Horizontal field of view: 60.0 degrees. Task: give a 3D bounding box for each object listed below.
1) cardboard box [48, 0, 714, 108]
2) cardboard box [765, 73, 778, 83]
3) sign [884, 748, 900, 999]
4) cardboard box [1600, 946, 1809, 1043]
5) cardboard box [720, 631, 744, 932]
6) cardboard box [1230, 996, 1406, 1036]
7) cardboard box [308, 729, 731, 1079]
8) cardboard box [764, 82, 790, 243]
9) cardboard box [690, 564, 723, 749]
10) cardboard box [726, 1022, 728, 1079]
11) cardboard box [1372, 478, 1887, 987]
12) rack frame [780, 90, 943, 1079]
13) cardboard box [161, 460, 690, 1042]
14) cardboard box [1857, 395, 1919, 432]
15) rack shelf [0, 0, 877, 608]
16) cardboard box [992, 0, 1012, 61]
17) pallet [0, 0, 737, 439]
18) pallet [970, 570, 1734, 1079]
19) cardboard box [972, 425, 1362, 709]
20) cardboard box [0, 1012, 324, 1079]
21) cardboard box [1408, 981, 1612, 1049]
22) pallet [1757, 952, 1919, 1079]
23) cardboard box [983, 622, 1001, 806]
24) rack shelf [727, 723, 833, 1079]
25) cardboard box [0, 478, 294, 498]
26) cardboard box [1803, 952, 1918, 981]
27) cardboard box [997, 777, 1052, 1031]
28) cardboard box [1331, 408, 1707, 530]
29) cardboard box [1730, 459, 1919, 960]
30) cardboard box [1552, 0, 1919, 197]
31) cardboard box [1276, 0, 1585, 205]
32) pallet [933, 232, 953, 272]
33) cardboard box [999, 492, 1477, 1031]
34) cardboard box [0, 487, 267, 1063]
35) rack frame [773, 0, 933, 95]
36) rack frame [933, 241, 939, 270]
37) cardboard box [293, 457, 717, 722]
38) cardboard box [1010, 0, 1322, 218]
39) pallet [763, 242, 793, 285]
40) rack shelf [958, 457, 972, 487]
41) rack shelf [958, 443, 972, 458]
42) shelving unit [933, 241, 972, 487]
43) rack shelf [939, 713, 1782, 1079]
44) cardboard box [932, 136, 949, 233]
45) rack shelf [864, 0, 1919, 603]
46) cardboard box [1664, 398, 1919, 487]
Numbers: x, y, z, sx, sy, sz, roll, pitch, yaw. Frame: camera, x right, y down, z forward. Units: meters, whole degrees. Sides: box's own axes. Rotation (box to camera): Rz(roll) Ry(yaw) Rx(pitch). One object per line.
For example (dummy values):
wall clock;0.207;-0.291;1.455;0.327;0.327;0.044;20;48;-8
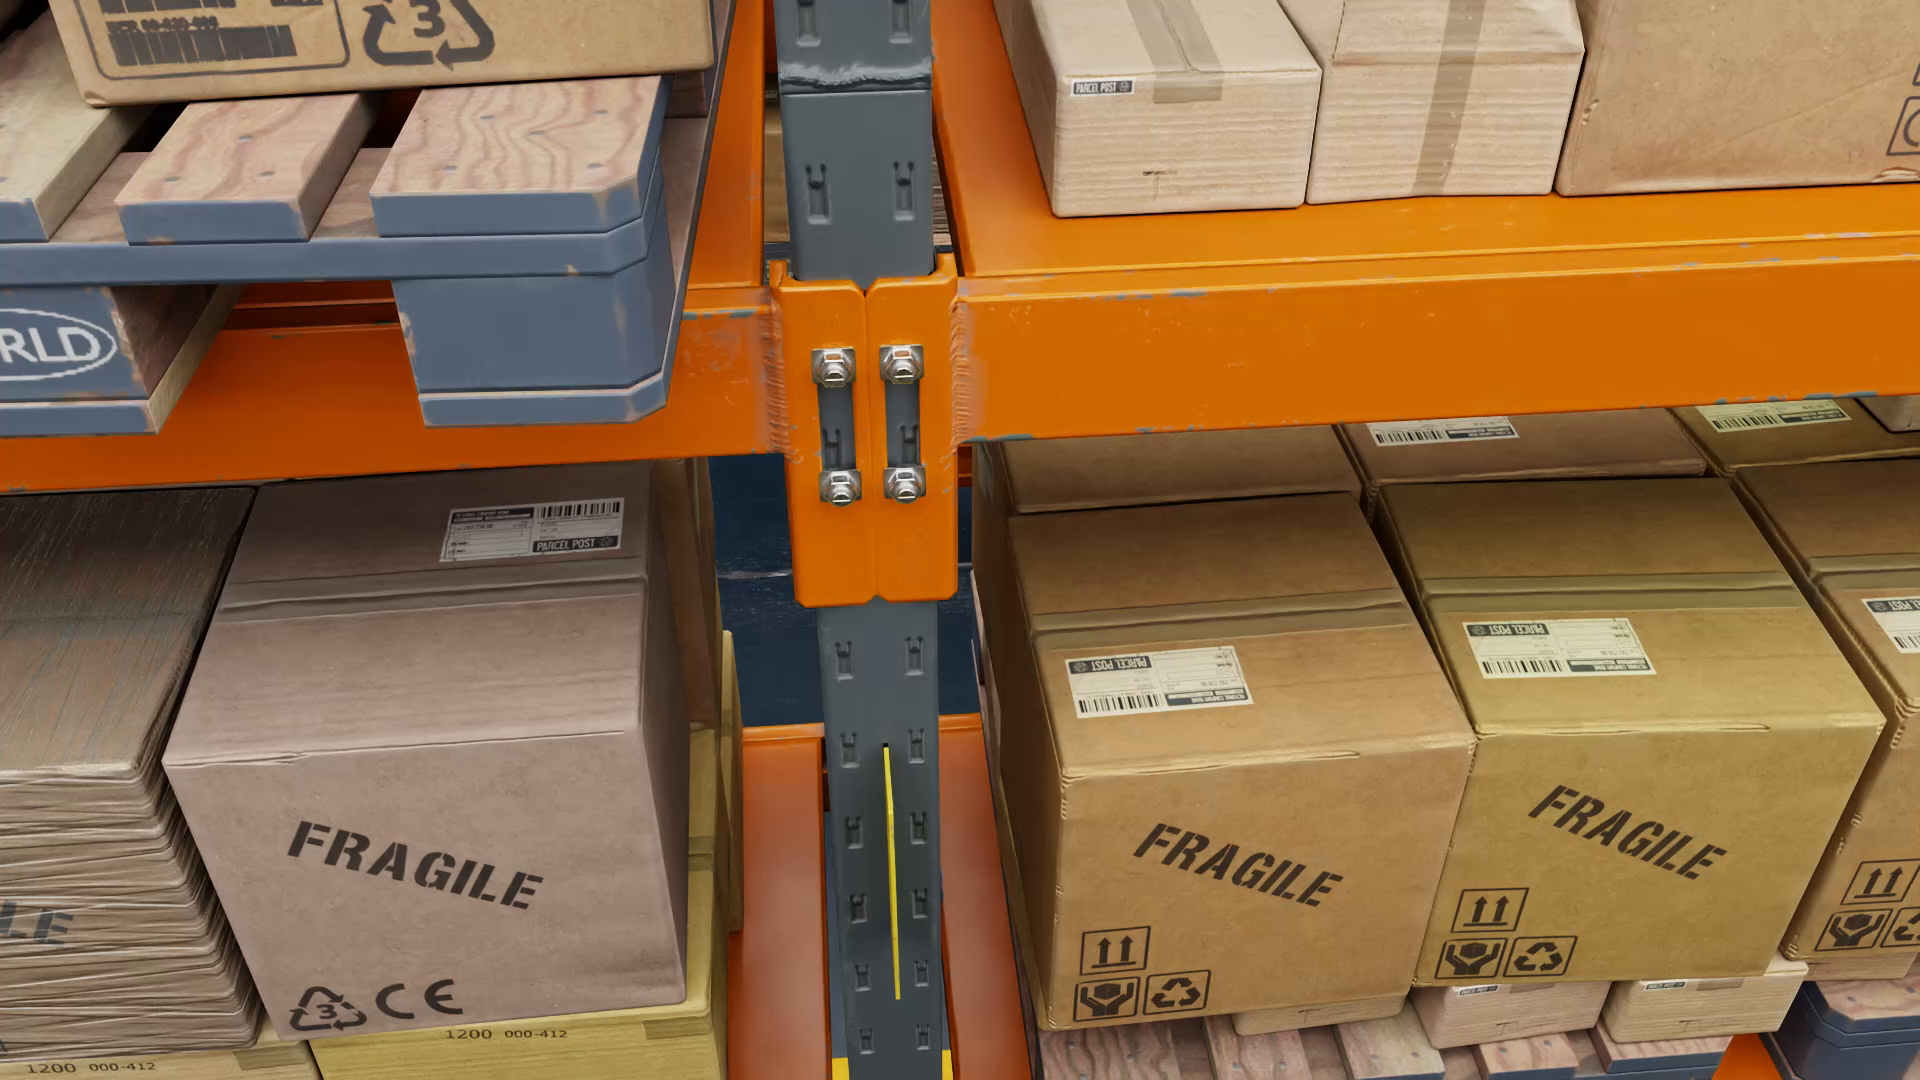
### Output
cardboard box;-0.492;-0.771;1.461;0.637;0.503;0.797;-5;39;-7
cardboard box;-1.018;-1.897;7.412;0.500;0.500;0.500;-2;38;-2
sign;-0.078;0.386;1.904;0.005;0.325;0.100;-3;38;-4
cardboard box;1.047;0.546;2.501;0.250;0.149;0.380;-3;38;-4
cardboard box;-0.640;0.429;2.906;0.500;0.250;0.500;-4;38;-5
cardboard box;0.495;0.534;2.515;0.250;0.149;0.380;-5;39;-7
cardboard box;-0.590;0.545;2.356;0.500;0.250;0.500;-3;38;-4
cardboard box;-0.976;-1.592;7.024;0.500;0.500;0.500;-2;38;-3
cardboard box;-0.657;0.237;2.746;0.500;0.250;0.500;-3;38;-4
cardboard box;-0.611;0.745;2.505;0.500;0.250;0.500;-4;38;-6
cardboard box;0.857;0.263;2.335;0.500;0.500;0.500;-1;38;-2
rack frame;-0.130;0.499;2.697;0.127;3.000;1.000;-3;38;-4
cardboard box;-0.622;0.257;2.115;0.500;0.500;0.500;-4;38;-5
cardboard box;1.474;-0.341;2.577;0.250;0.149;0.380;-5;39;-6
rack shelf;-2.122;-0.287;1.851;4.000;0.370;1.077;-3;38;-4
cardboard box;0.165;-0.727;2.031;0.250;0.149;0.380;-3;38;-4
pallet;-0.767;-0.537;1.740;1.003;0.211;1.213;-1;38;-2
pallet;0.570;0.469;2.889;1.003;0.211;1.213;-3;38;-4
cardboard box;0.298;-0.019;2.692;0.500;0.500;0.500;-4;38;-5
cardboard box;-1.100;0.575;2.317;0.500;0.250;0.500;-4;38;-5
cardboard box;0.771;0.548;2.498;0.250;0.149;0.380;-6;39;-7
pallet;1.838;0.440;2.926;1.213;0.211;1.003;-3;38;-4
cardboard box;0.176;0.269;2.851;0.250;0.149;0.380;-2;38;-2
rack shelf;-2.122;0.891;2.780;4.000;0.370;1.077;-3;38;-4
cardboard box;-1.136;-0.024;2.471;0.500;0.500;0.500;-3;38;-4
cardboard box;1.280;0.484;2.579;0.250;0.149;0.380;-1;38;-1
cardboard box;0.210;0.529;2.521;0.250;0.149;0.380;-5;39;-7
cardboard box;0.812;-0.054;2.737;0.500;0.500;0.500;-4;38;-5
cardboard box;1.385;0.230;2.378;0.500;0.500;0.500;-3;38;-3
cardboard box;0.815;-0.764;1.795;0.500;0.500;0.700;-3;38;-4
cardboard box;0.453;-0.553;1.716;0.258;0.266;0.396;-3;38;-4
pallet;0.250;-1.490;7.468;1.213;0.211;1.003;-3;38;-4
cardboard box;0.339;0.296;2.294;0.500;0.500;0.500;-4;38;-5
cardboard box;-1.132;0.290;2.073;0.500;0.500;0.500;-3;38;-3
rack frame;-0.130;-1.857;0.838;0.127;3.000;1.000;-3;38;-4
rack frame;-0.077;-0.467;5.373;0.006;1.200;0.240;-3;38;-4
cardboard box;-0.643;-0.057;2.513;0.500;0.500;0.500;-4;38;-5
cardboard box;0.199;-0.493;1.734;0.250;0.149;0.380;-3;38;-4
pallet;-1.320;-1.451;7.419;1.213;0.211;1.003;-3;38;-4
rack shelf;0.014;-0.249;5.556;0.180;0.103;0.258;-3;38;-4
rack shelf;0.014;-0.343;5.481;0.180;0.103;0.258;-3;38;-4
shelving unit;0.014;-0.472;5.379;0.189;1.200;0.258;-3;38;-4
rack shelf;1.862;0.671;3.058;4.000;0.370;1.077;-3;38;-4
cardboard box;0.049;-1.822;7.216;0.625;0.625;0.875;-2;38;-3
rack shelf;1.862;-0.506;2.129;4.000;0.370;1.077;-3;38;-4
cardboard box;1.315;-0.082;2.773;0.500;0.500;0.500;-6;39;-7
